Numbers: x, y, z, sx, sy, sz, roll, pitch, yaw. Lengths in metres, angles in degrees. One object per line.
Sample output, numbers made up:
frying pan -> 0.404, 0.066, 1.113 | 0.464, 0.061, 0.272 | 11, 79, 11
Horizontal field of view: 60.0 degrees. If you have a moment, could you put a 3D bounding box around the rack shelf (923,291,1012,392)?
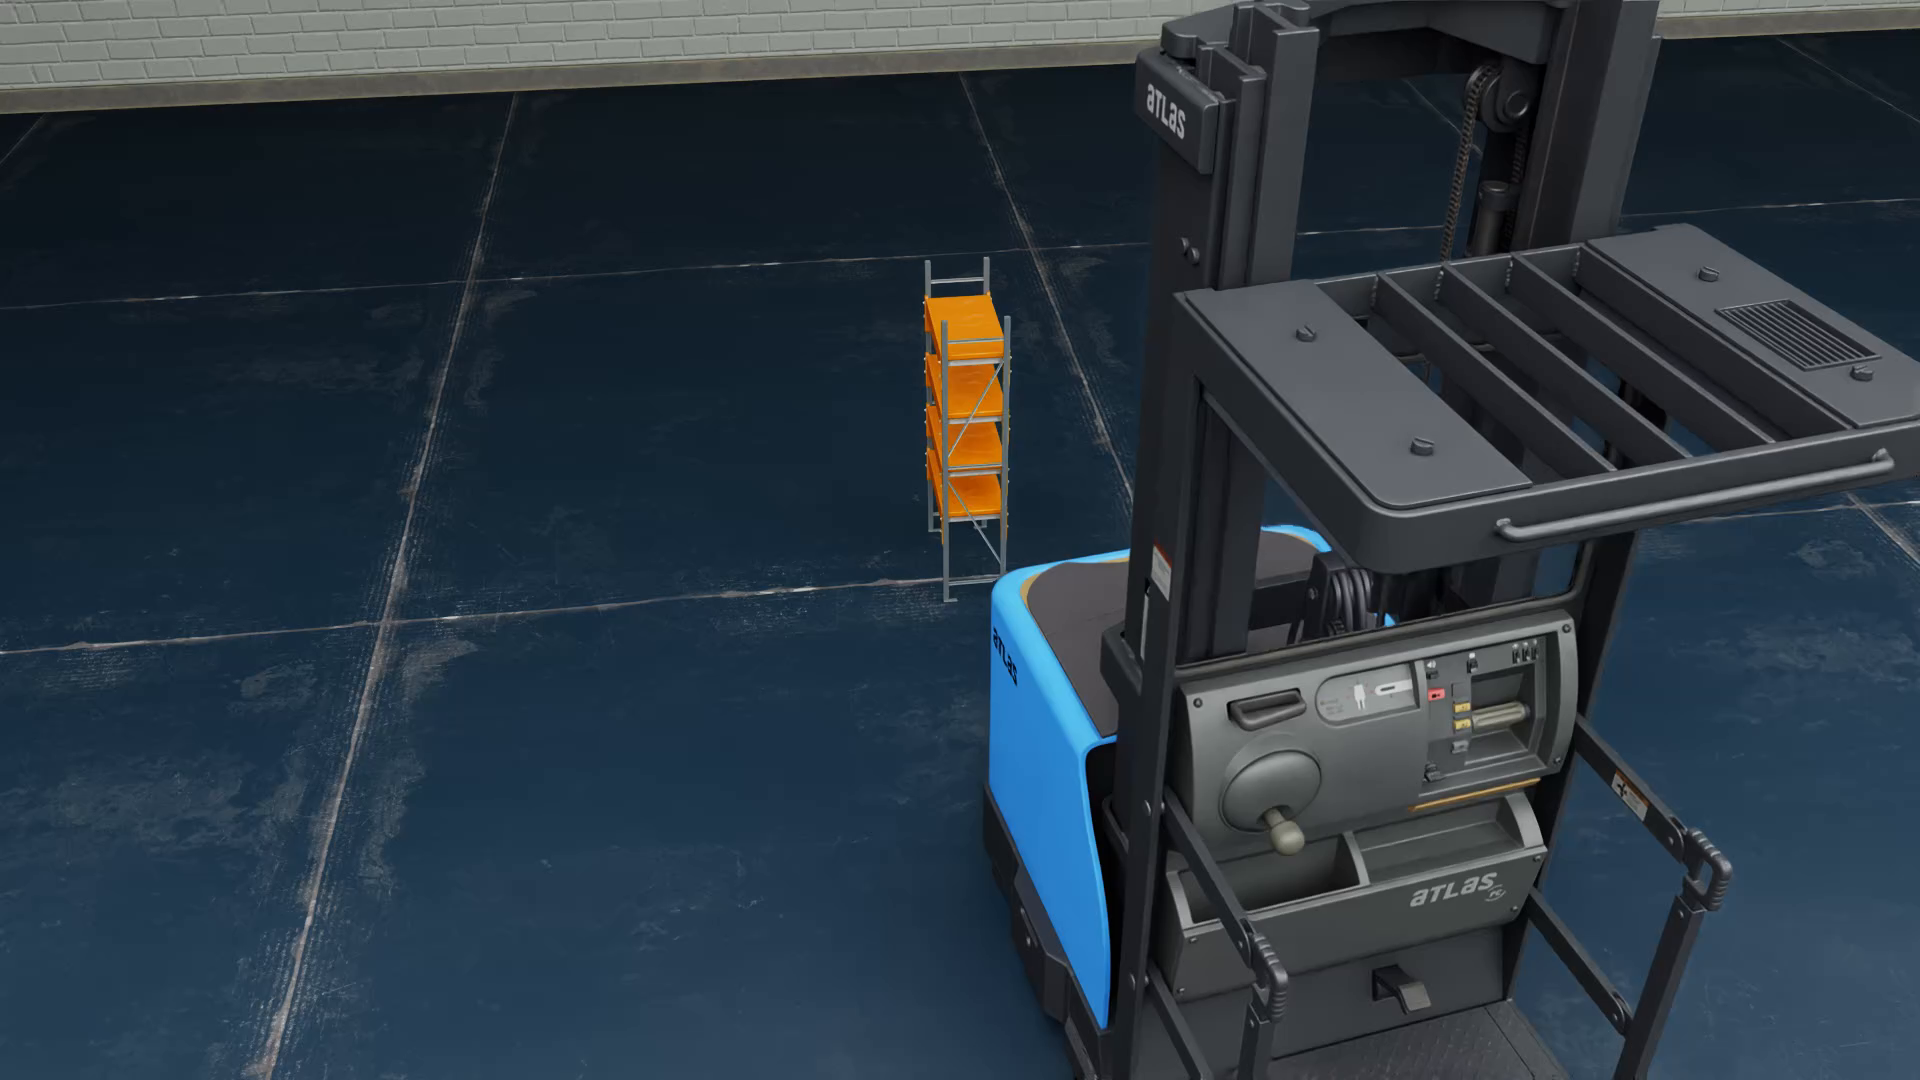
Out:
rack shelf -> 0.022, -0.728, 6.055 | 0.258, 0.148, 0.480 | -4, 35, -6

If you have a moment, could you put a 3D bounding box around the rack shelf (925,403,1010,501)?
rack shelf -> 0.022, -0.348, 6.314 | 0.258, 0.148, 0.480 | -4, 35, -6

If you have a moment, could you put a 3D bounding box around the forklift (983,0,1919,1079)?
forklift -> 0.988, 0.481, 3.441 | 1.130, 2.935, 3.031 | -10, 35, -14

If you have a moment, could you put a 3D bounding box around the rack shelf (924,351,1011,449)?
rack shelf -> 0.022, -0.533, 6.188 | 0.258, 0.148, 0.480 | -4, 35, -6

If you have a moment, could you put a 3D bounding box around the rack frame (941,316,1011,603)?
rack frame -> 0.055, -0.267, 6.077 | 0.240, 1.200, 0.015 | -4, 35, -6

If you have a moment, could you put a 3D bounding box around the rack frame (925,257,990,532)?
rack frame -> -0.011, -0.540, 6.476 | 0.240, 1.200, 0.015 | -4, 35, -6

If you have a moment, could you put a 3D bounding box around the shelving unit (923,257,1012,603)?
shelving unit -> 0.022, -0.403, 6.277 | 0.258, 1.200, 0.503 | -4, 35, -6

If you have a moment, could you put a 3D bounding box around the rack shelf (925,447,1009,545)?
rack shelf -> 0.022, -0.184, 6.426 | 0.258, 0.148, 0.480 | -4, 35, -6
